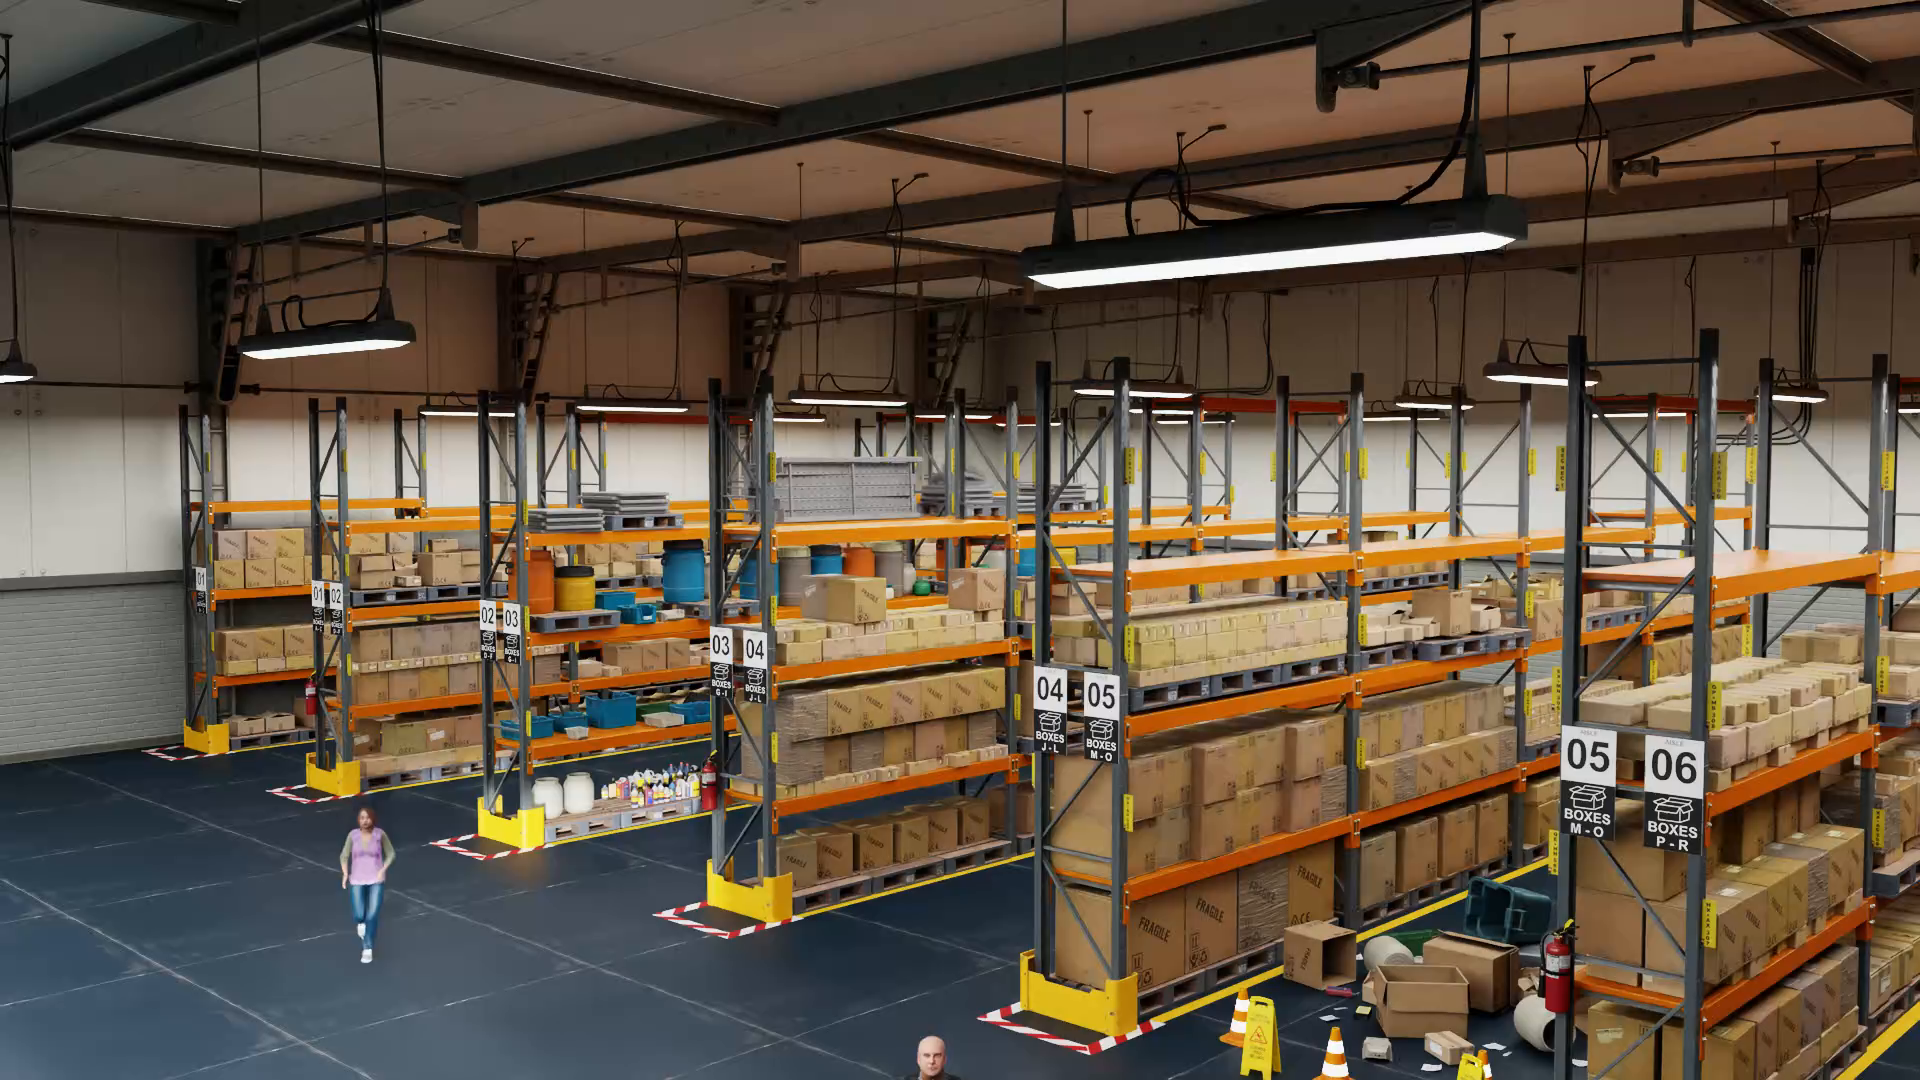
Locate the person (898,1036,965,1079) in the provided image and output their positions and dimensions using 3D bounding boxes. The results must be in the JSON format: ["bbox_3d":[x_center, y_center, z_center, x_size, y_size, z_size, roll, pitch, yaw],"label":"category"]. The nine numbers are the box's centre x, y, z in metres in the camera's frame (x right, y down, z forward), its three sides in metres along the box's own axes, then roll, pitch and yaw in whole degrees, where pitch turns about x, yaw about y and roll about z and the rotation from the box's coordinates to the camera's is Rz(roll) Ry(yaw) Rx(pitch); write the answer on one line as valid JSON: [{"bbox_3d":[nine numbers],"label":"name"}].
[{"bbox_3d":[-0.170,3.806,9.955,0.661,1.698,0.728,0,3,1],"label":"person"}]

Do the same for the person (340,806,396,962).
[{"bbox_3d":[-6.066,3.507,17.039,0.544,1.547,0.544,-1,3,-15],"label":"person"}]
